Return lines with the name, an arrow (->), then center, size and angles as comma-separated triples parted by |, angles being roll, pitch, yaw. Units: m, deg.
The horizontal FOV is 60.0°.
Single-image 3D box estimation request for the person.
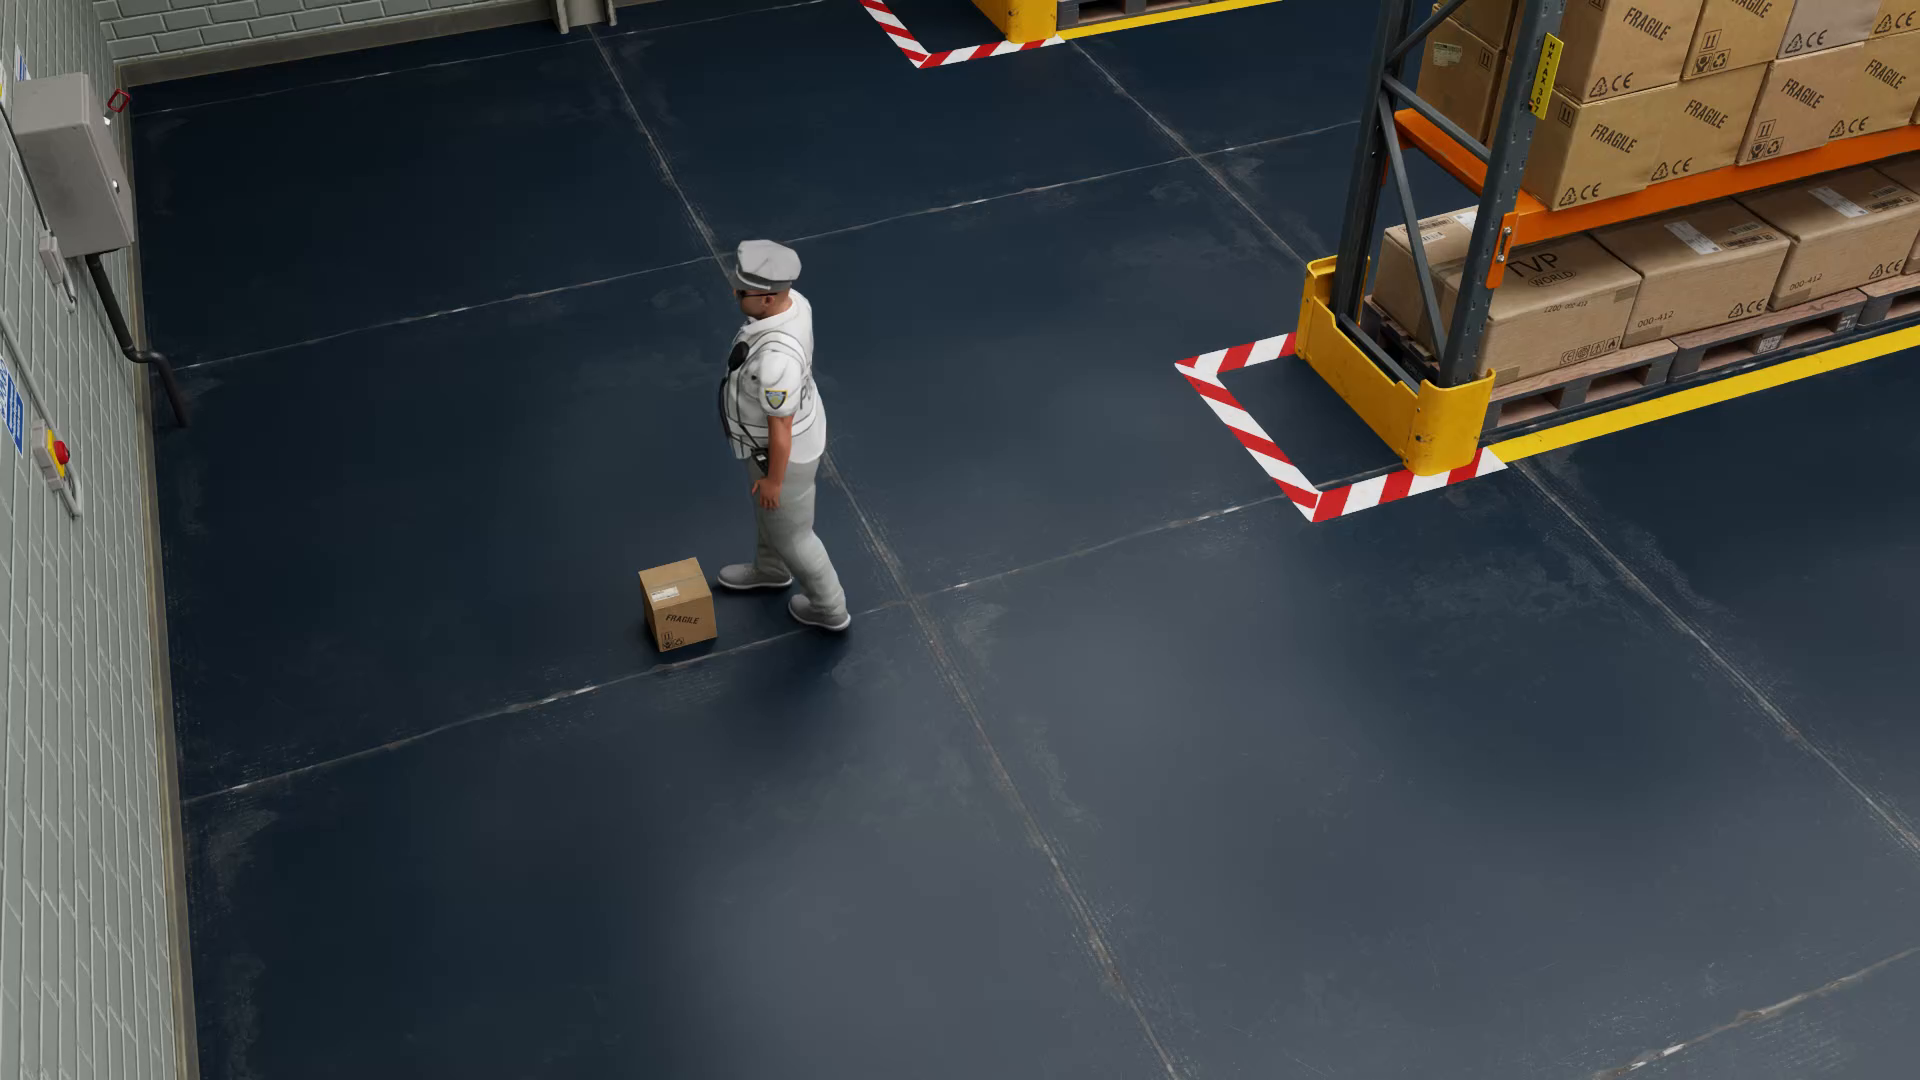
person -> -0.764, -0.388, 6.581 | 0.581, 1.779, 0.541 | 0, 41, 0
